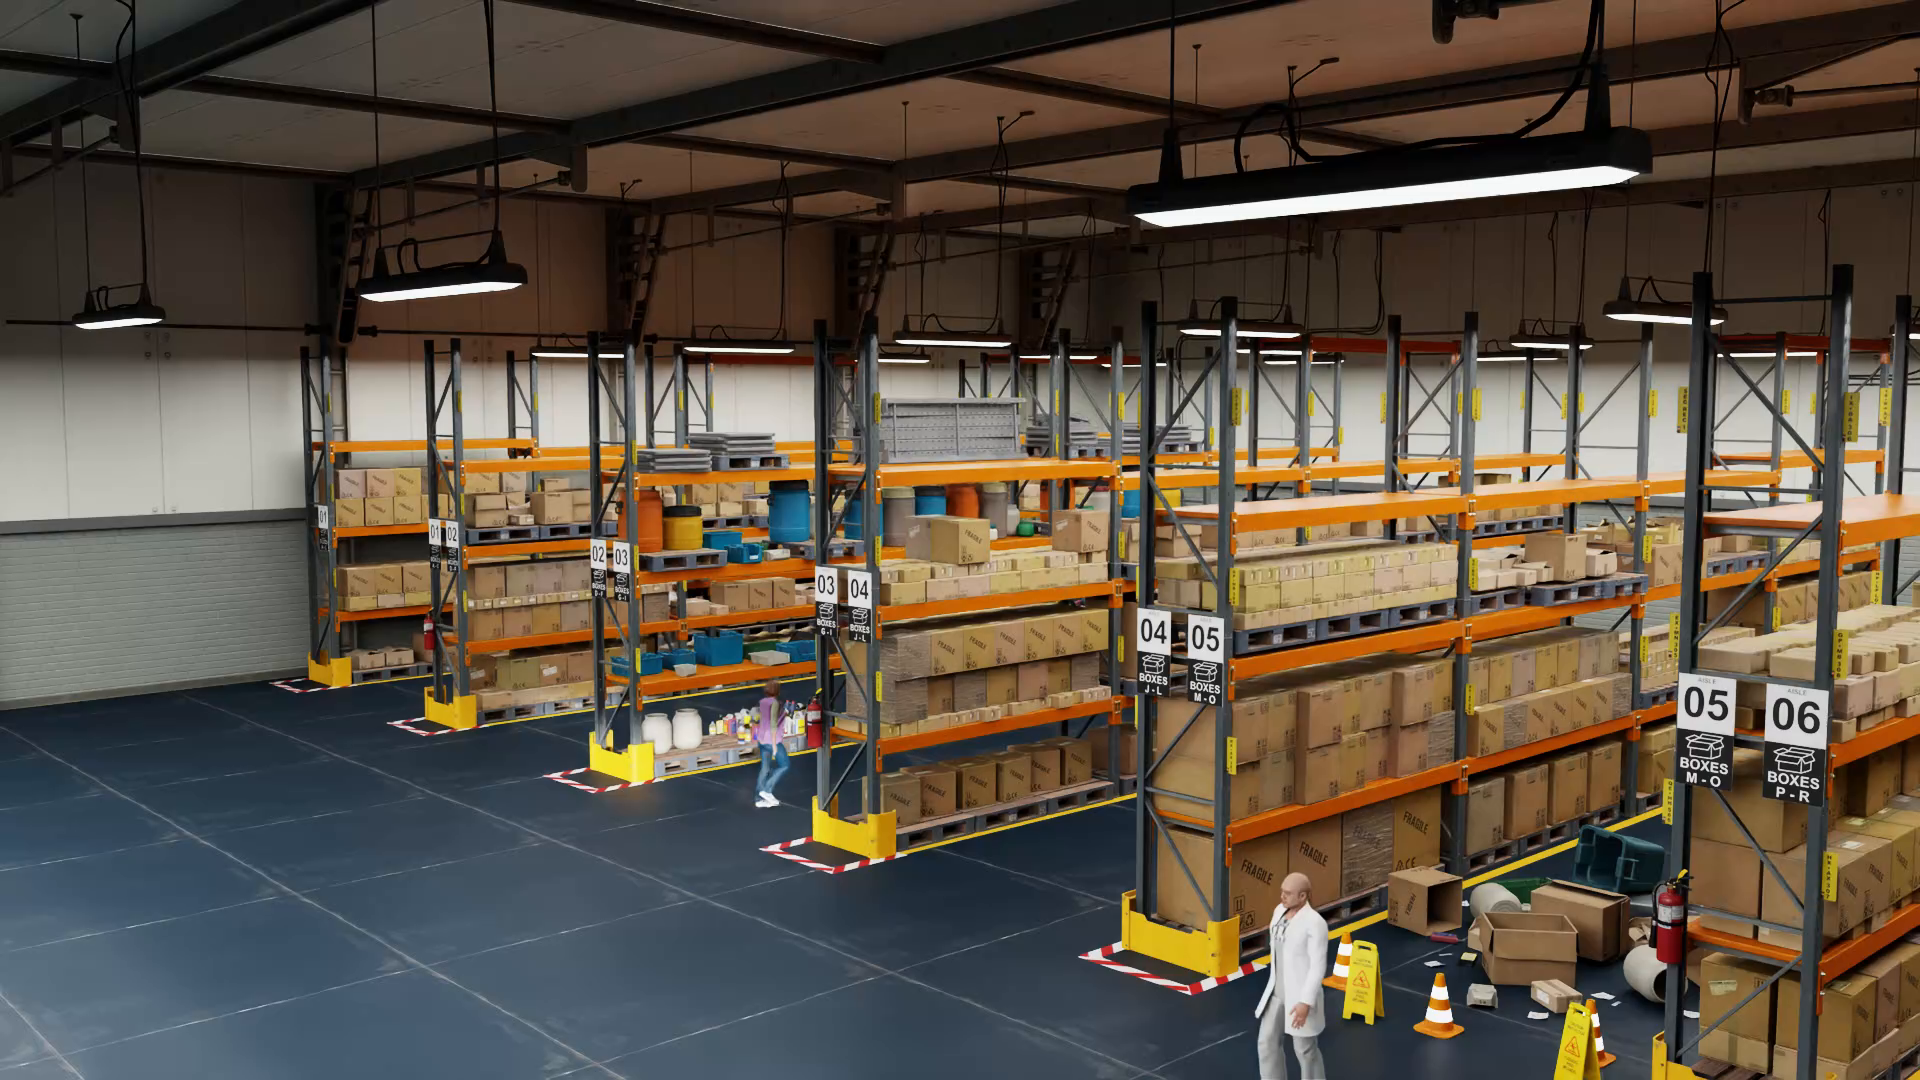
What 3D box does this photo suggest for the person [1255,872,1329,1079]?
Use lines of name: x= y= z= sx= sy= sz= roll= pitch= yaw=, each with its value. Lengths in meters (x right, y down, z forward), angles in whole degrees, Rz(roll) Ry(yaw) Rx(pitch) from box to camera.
person: x=2.368 y=3.267 z=11.783 sx=0.608 sy=1.849 sz=0.643 roll=-3 pitch=6 yaw=-28

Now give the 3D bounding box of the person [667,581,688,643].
person: x=-5.328 y=1.564 z=30.904 sx=0.487 sy=1.755 sz=0.601 roll=-3 pitch=6 yaw=-34

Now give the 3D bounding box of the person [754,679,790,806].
person: x=-2.382 y=2.536 z=20.775 sx=0.442 sy=1.586 sz=0.450 roll=-4 pitch=6 yaw=-35
